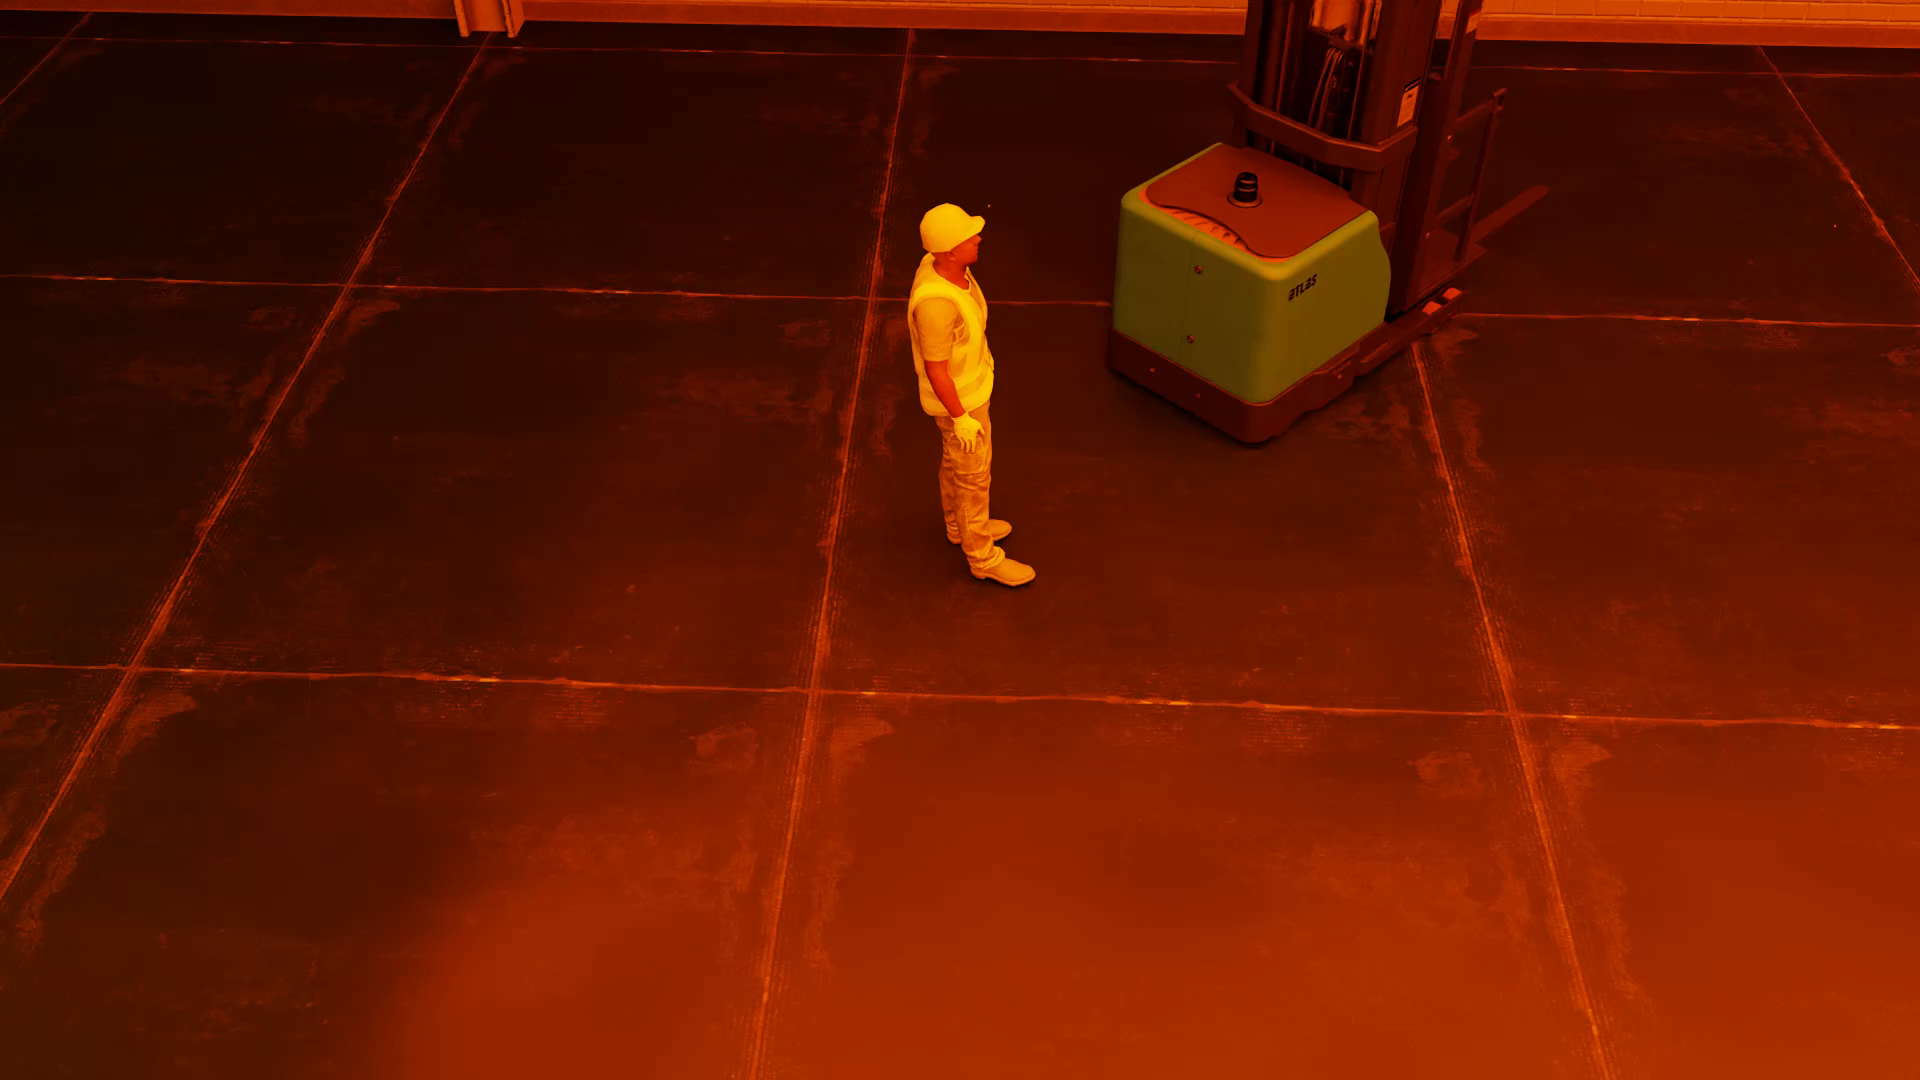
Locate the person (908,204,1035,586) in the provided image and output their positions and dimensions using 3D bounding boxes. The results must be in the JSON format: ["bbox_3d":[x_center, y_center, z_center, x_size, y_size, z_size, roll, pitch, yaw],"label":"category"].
[{"bbox_3d":[0.072,-0.656,7.301,0.575,1.785,0.657,2,42,2],"label":"person"}]

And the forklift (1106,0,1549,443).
[{"bbox_3d":[2.182,-2.452,8.428,3.031,2.935,1.130,-33,52,-31],"label":"forklift"}]
